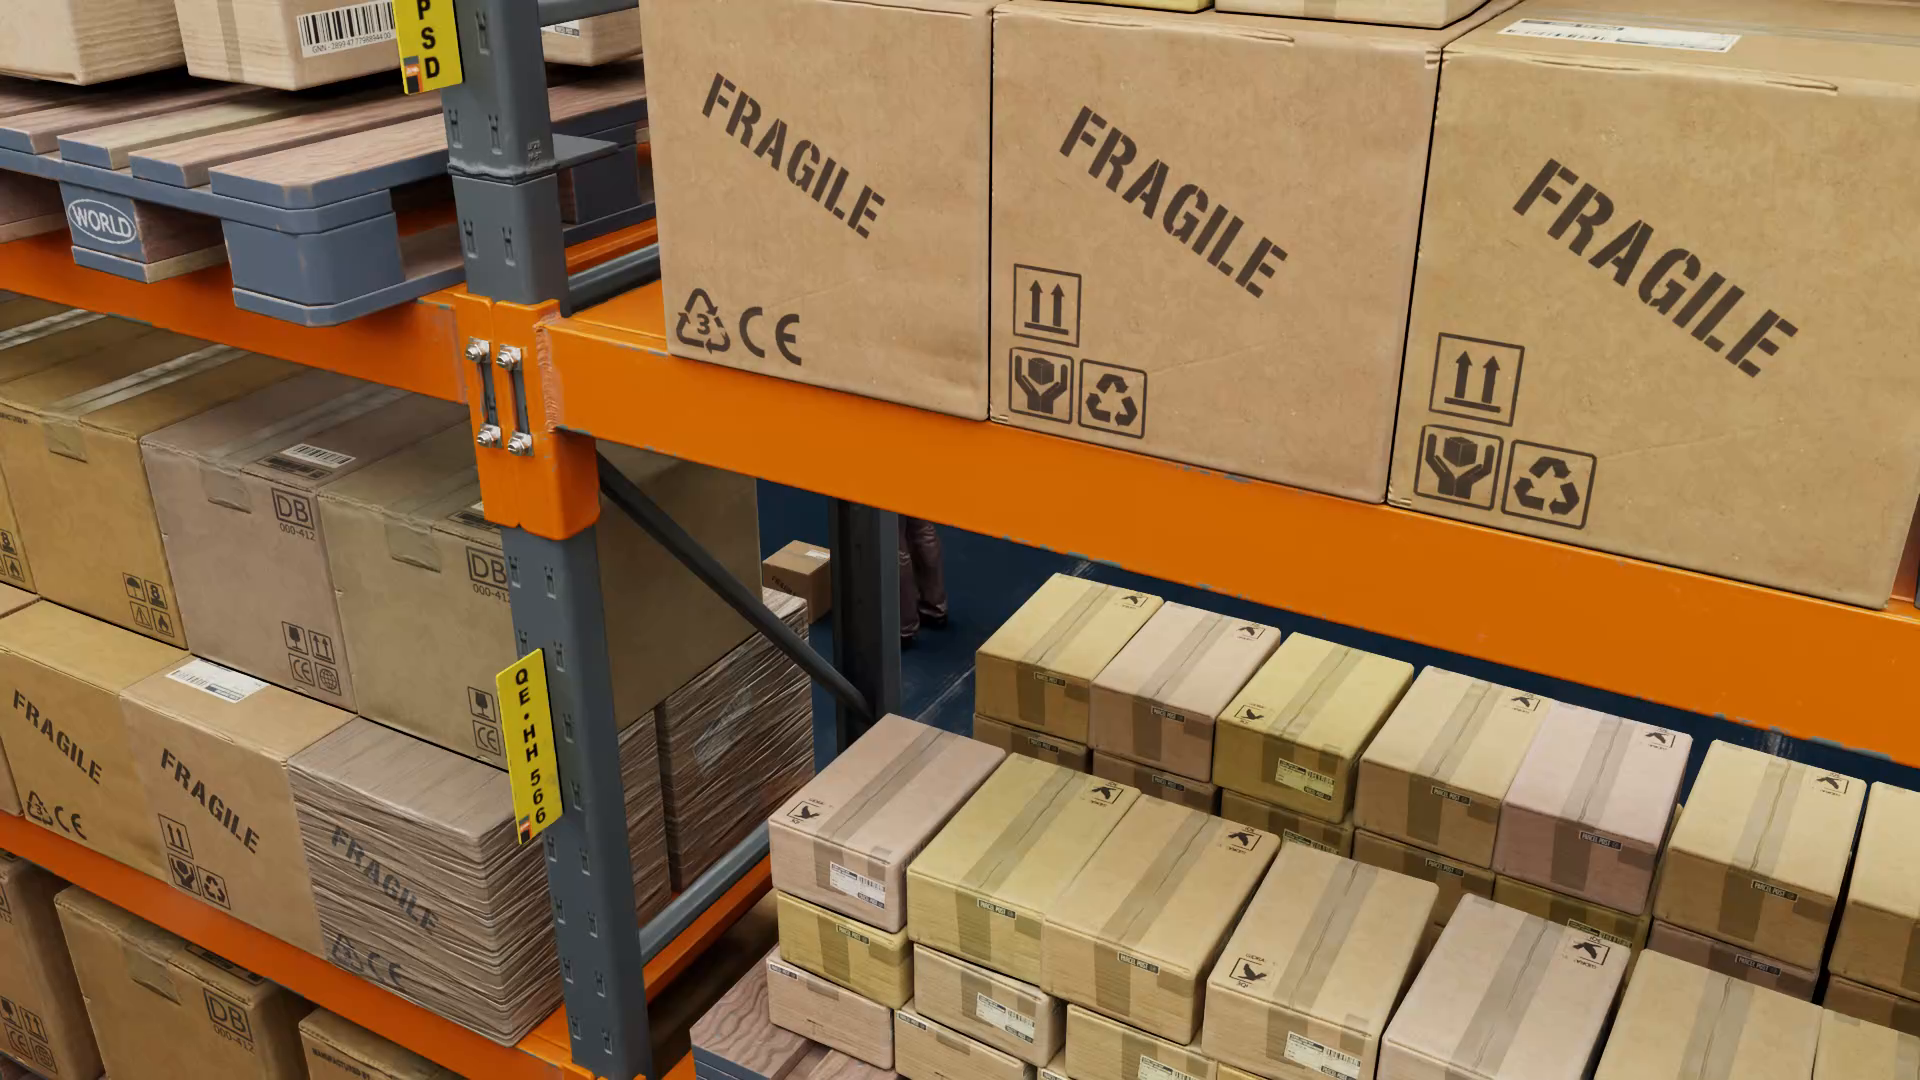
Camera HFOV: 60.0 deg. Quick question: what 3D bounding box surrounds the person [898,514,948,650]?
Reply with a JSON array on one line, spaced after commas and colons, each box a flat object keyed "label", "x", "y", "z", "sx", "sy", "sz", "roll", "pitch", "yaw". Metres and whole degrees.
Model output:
[{"label": "person", "x": -0.280, "y": -0.354, "z": 6.876, "sx": 0.362, "sy": 1.745, "sz": 0.541, "roll": 14, "pitch": 30, "yaw": 26}]
